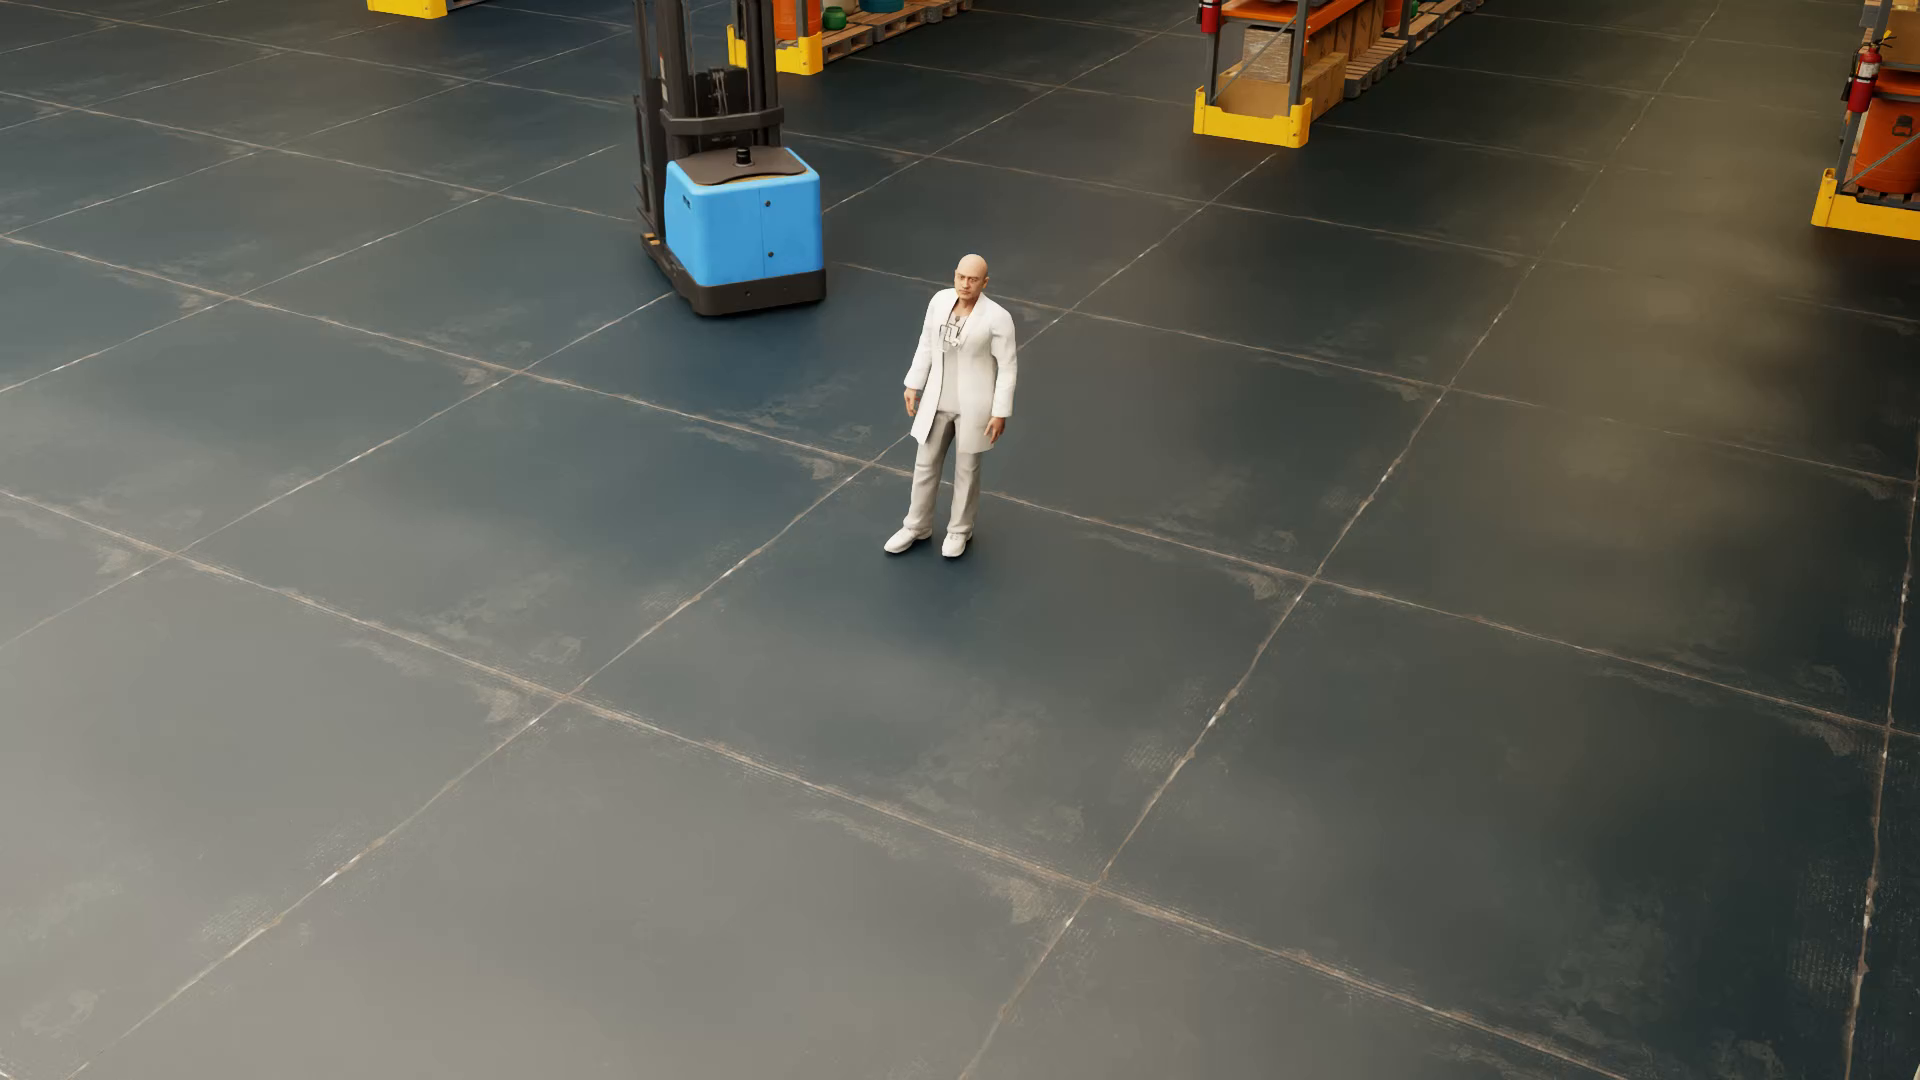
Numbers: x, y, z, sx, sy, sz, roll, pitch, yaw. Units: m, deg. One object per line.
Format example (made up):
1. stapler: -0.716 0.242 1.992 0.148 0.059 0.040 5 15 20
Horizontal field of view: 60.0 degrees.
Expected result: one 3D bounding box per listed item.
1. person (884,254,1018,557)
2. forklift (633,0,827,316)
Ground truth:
1. person: -0.048 -0.738 9.489 0.696 1.775 0.581 15 33 25
2. forklift: -2.096 -3.723 13.522 1.130 2.935 3.031 -12 32 -20
